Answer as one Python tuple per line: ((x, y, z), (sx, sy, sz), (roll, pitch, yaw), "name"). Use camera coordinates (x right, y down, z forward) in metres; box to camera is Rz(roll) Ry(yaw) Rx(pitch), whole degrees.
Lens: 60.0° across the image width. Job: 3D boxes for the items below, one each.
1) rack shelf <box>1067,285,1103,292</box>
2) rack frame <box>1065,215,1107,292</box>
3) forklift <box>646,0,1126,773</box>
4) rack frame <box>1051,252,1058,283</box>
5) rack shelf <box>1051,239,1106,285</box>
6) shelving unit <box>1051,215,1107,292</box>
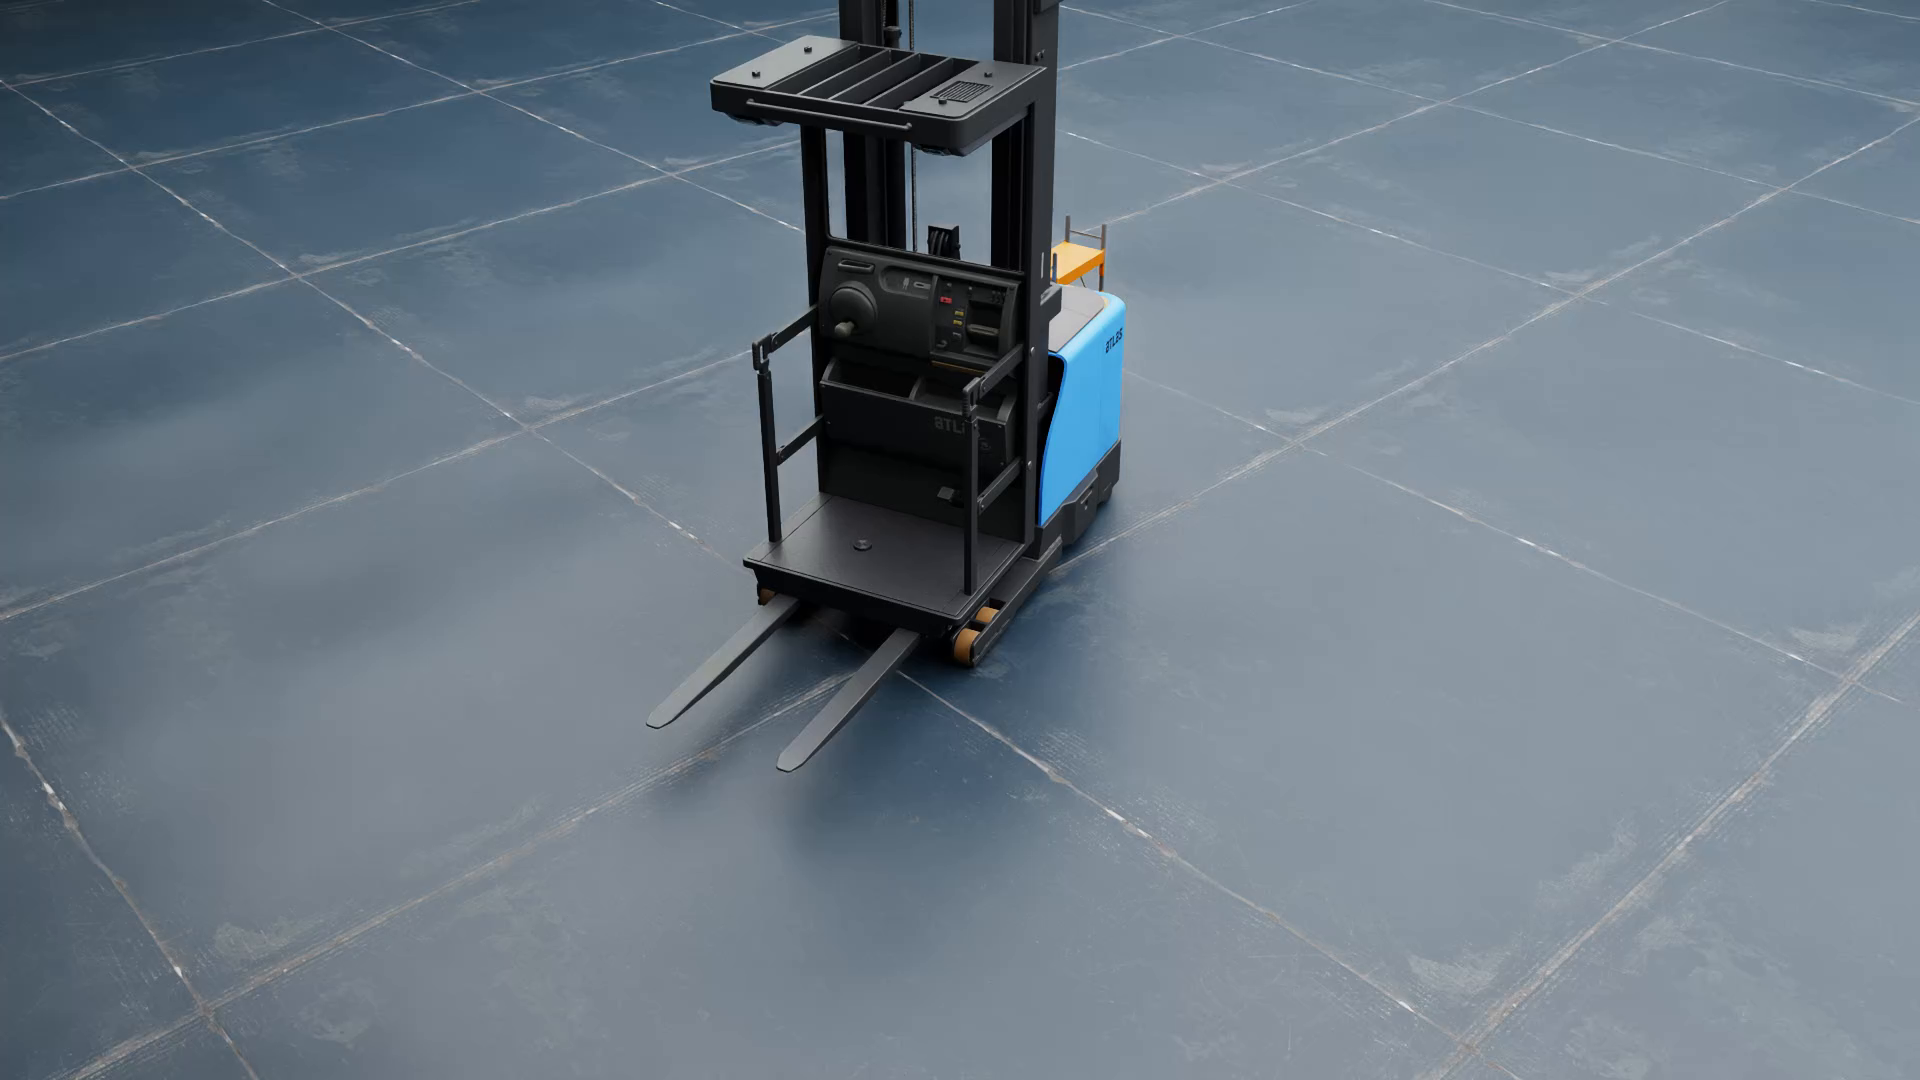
((0.522, -1.190, 8.747), (0.258, 0.148, 0.480), (20, 37, 29), "rack shelf")
((0.659, -1.162, 9.000), (0.240, 1.200, 0.015), (20, 37, 29), "rack frame")
((-0.281, -0.956, 7.004), (1.130, 2.935, 3.031), (15, 34, 22), "forklift")
((0.384, -0.952, 8.657), (0.240, 1.200, 0.015), (20, 37, 29), "rack frame")
((0.522, -1.392, 8.624), (0.258, 0.148, 0.480), (20, 37, 29), "rack shelf")
((0.522, -1.057, 8.829), (0.258, 1.200, 0.503), (20, 37, 29), "shelving unit")
